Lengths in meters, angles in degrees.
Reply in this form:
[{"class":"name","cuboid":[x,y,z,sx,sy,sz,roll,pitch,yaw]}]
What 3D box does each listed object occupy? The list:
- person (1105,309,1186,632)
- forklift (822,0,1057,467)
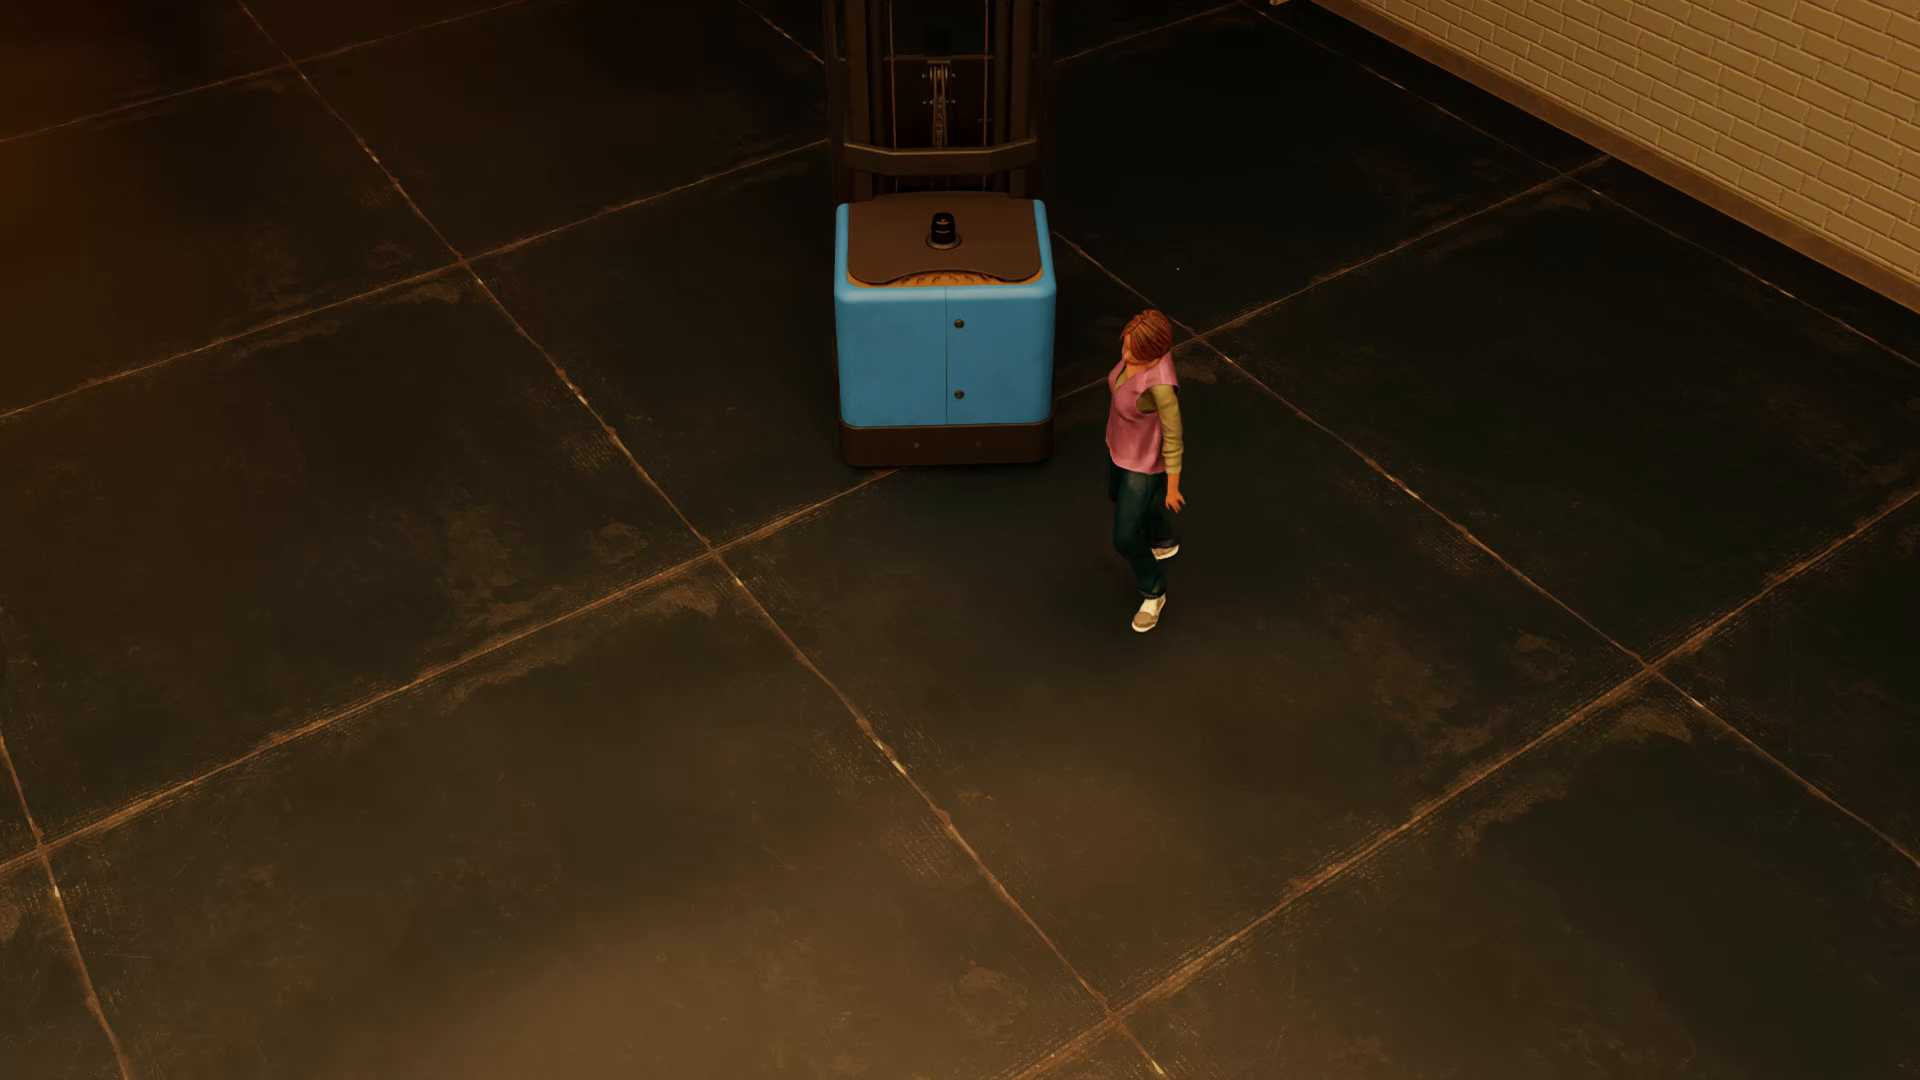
[{"class":"person","cuboid":[0.832,-0.387,7.194,0.420,1.571,0.745,-6,43,-6]},{"class":"forklift","cuboid":[-0.120,-2.420,8.341,1.130,2.935,3.031,-2,43,-2]}]
